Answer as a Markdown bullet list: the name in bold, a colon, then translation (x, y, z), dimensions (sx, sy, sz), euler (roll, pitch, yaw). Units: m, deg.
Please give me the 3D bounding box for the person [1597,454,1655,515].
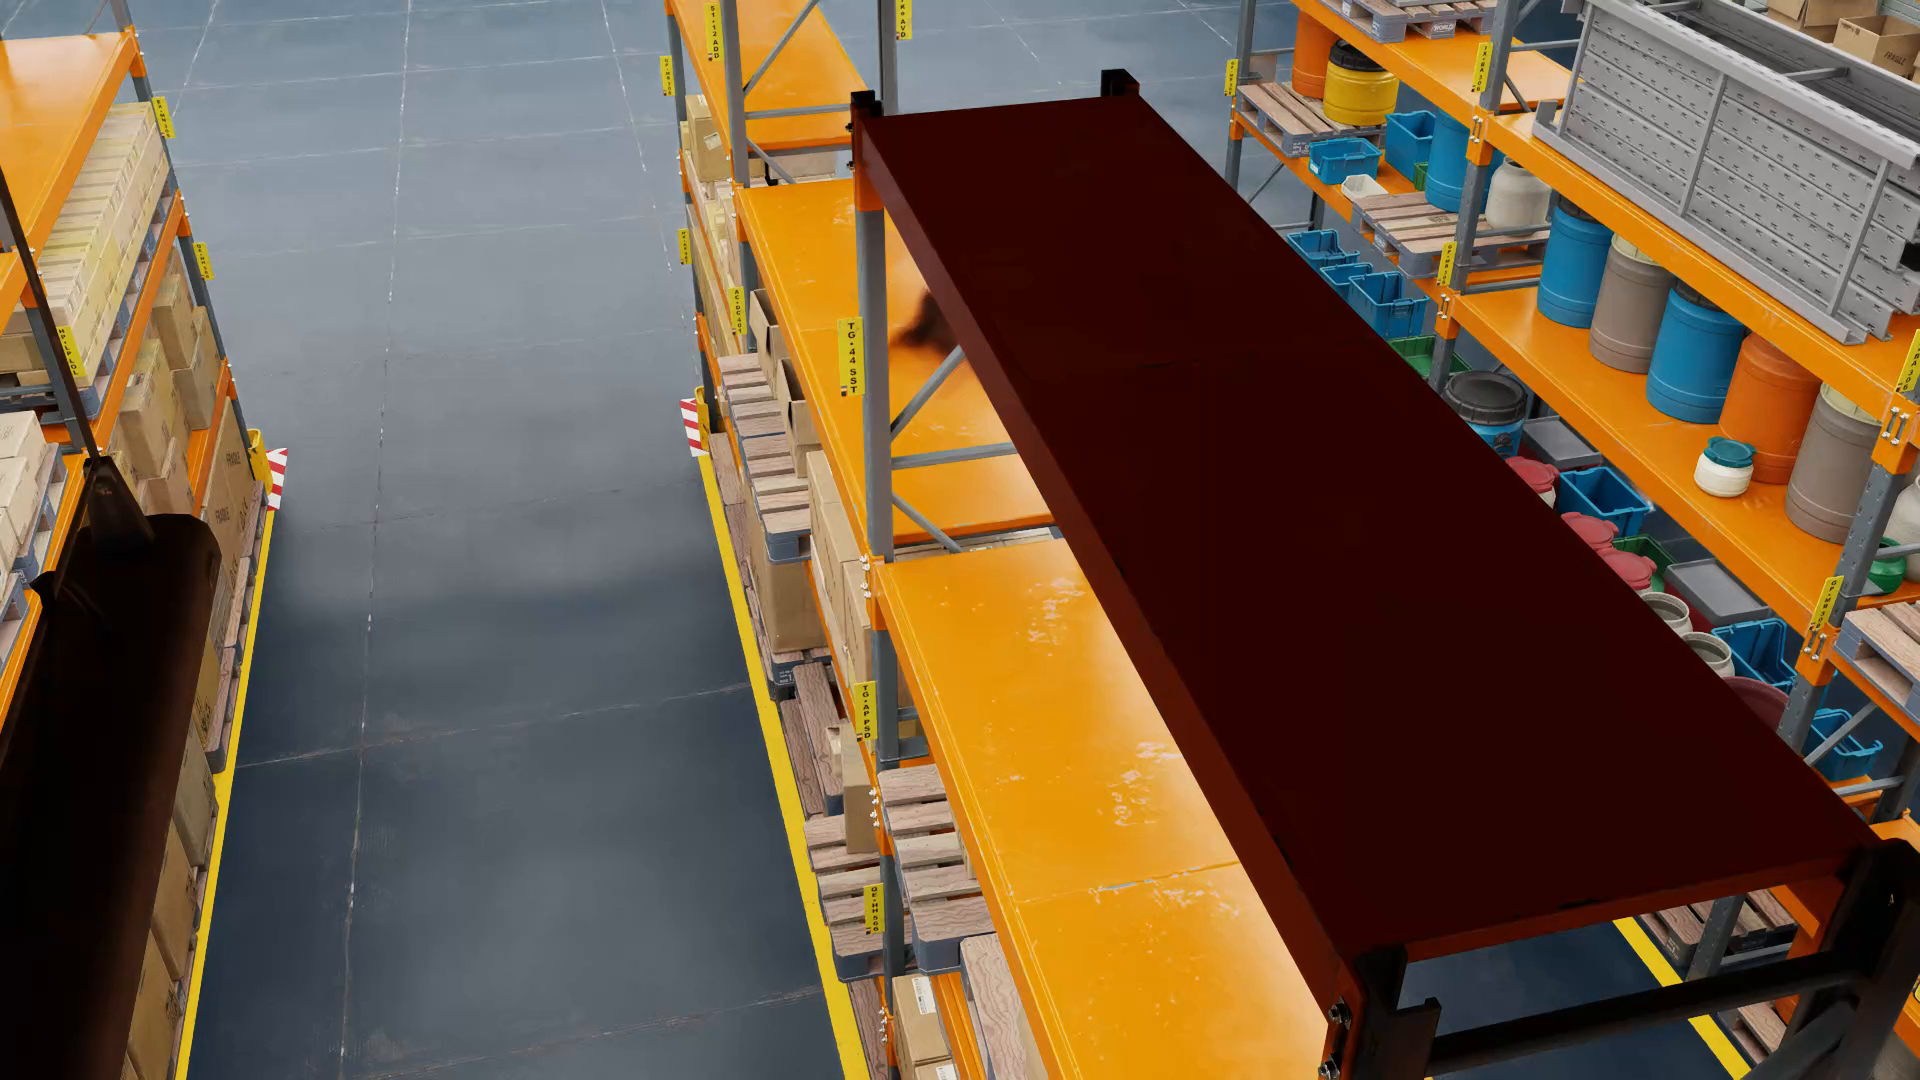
- **person**: translation (5.603, -0.968, 13.999), dimensions (0.576, 1.647, 0.963), euler (-11, 36, -16)
